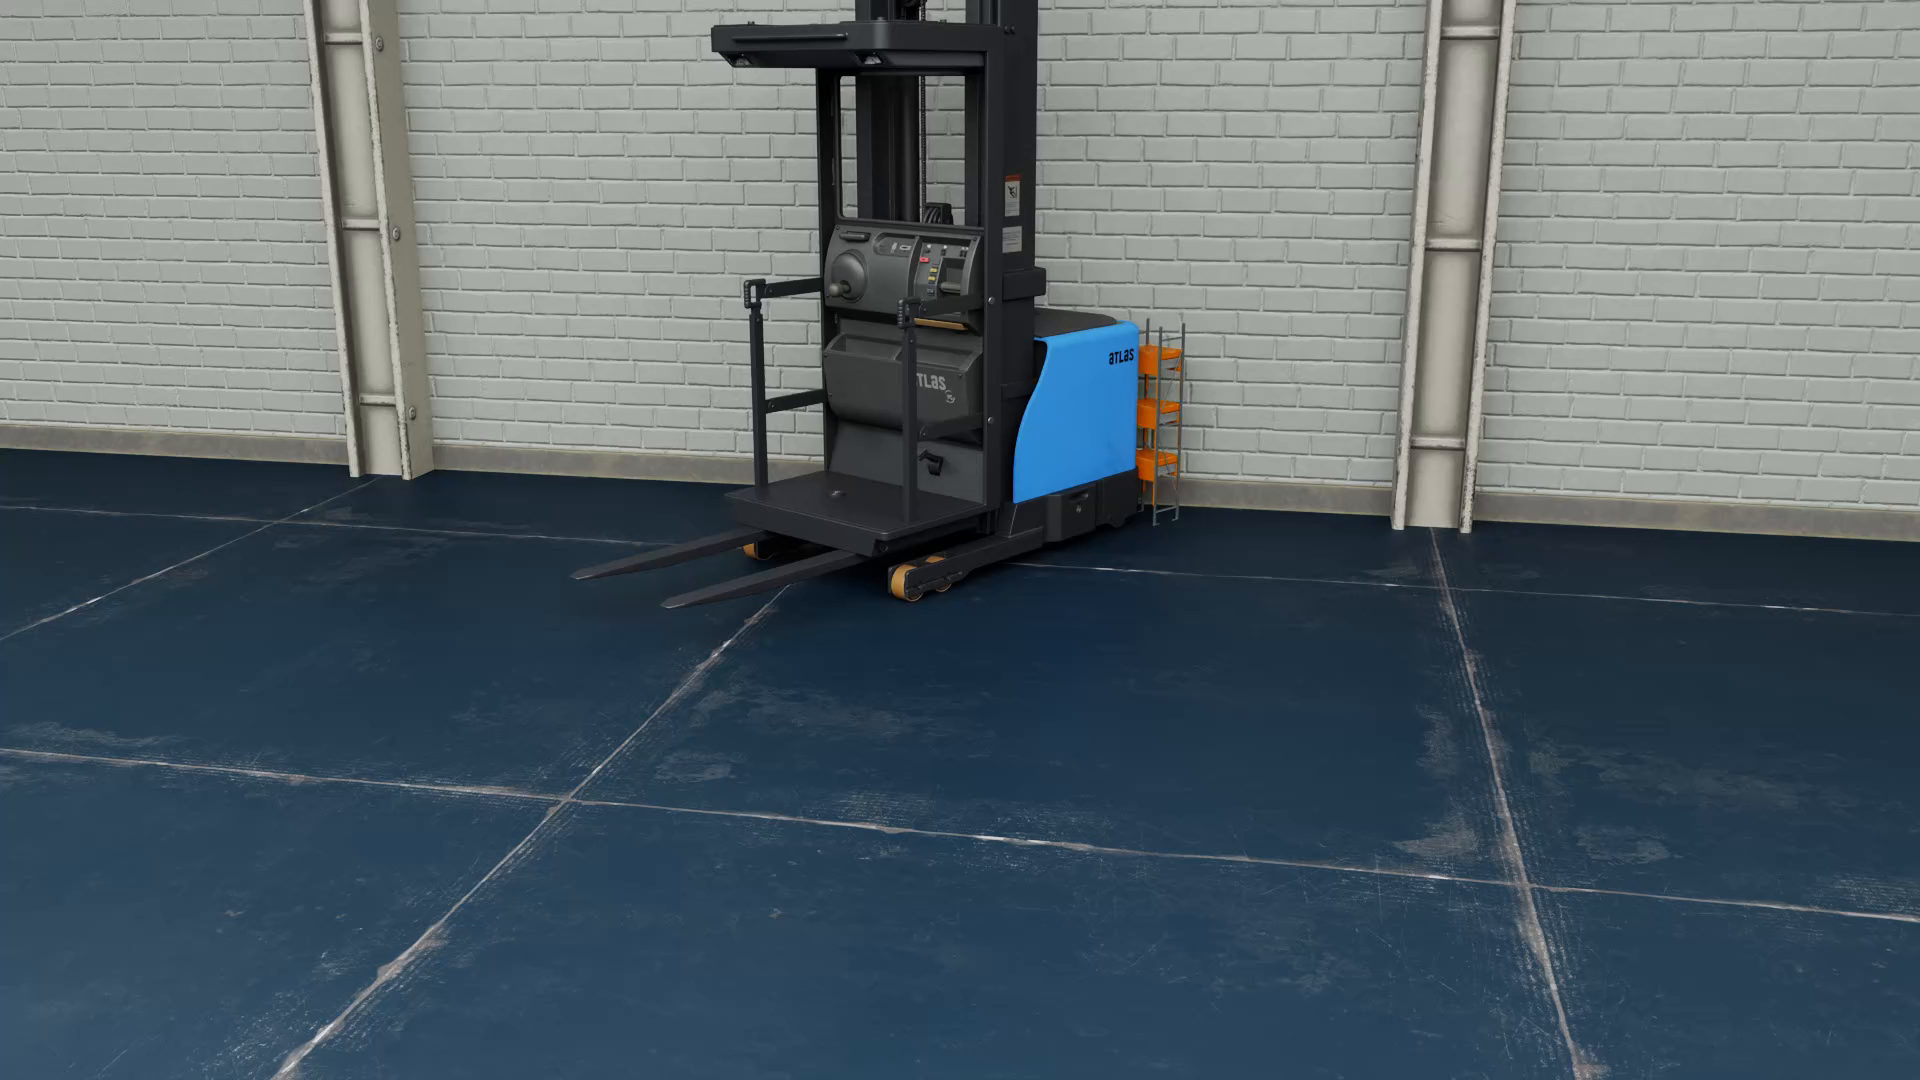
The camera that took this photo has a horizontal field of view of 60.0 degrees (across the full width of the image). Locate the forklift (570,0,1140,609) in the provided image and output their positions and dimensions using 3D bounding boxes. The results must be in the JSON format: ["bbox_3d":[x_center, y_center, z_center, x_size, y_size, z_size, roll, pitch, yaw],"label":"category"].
[{"bbox_3d":[-0.417,-1.286,7.646,1.130,2.935,3.031,13,20,40],"label":"forklift"}]

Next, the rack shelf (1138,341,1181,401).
[{"bbox_3d":[1.009,-0.886,8.702,0.215,0.259,0.240,-14,21,-41],"label":"rack shelf"}]

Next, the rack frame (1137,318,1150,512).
[{"bbox_3d":[0.926,-0.647,8.861,0.200,1.050,0.008,-14,21,-41],"label":"rack frame"}]

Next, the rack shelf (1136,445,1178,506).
[{"bbox_3d":[1.009,-0.345,8.852,0.215,0.259,0.240,-14,21,-41],"label":"rack shelf"}]

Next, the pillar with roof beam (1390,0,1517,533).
[{"bbox_3d":[1.630,-3.297,3.539,0.400,9.000,9.100,3,16,11],"label":"pillar with roof beam"}]

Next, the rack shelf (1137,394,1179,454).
[{"bbox_3d":[1.009,-0.613,8.777,0.215,0.259,0.240,-14,21,-41],"label":"rack shelf"}]

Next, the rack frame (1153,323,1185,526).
[{"bbox_3d":[1.092,-0.599,8.688,0.200,1.050,0.008,-14,21,-41],"label":"rack frame"}]

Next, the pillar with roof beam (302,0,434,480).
[{"bbox_3d":[-4.249,-3.617,4.691,0.400,9.000,9.100,3,16,11],"label":"pillar with roof beam"}]

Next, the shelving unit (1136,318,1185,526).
[{"bbox_3d":[1.009,-0.623,8.775,0.215,1.050,0.252,-14,21,-41],"label":"shelving unit"}]
